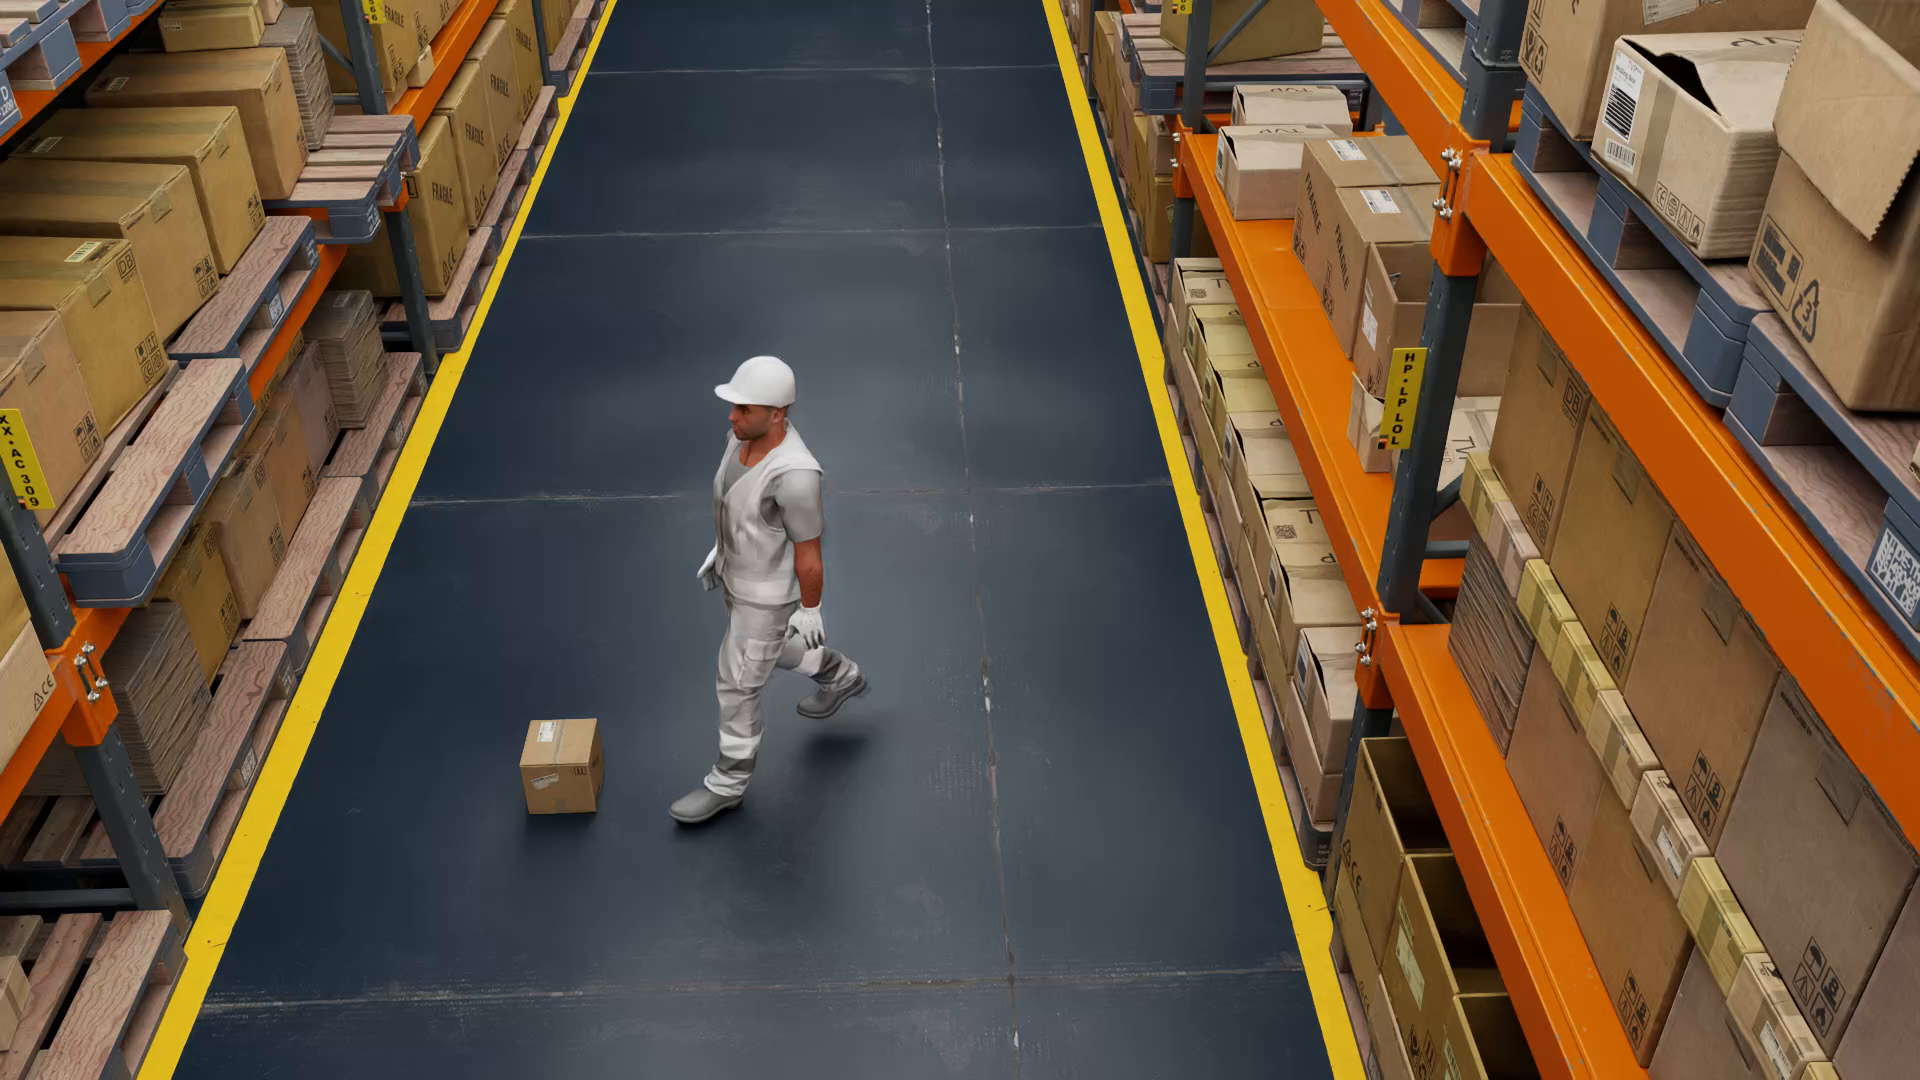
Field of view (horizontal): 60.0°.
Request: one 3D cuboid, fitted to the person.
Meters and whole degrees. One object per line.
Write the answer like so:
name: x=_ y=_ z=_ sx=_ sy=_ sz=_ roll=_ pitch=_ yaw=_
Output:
person: x=-0.725 y=0.146 z=5.917 sx=0.910 sy=1.764 sz=0.548 roll=-16 pitch=38 yaw=-21
